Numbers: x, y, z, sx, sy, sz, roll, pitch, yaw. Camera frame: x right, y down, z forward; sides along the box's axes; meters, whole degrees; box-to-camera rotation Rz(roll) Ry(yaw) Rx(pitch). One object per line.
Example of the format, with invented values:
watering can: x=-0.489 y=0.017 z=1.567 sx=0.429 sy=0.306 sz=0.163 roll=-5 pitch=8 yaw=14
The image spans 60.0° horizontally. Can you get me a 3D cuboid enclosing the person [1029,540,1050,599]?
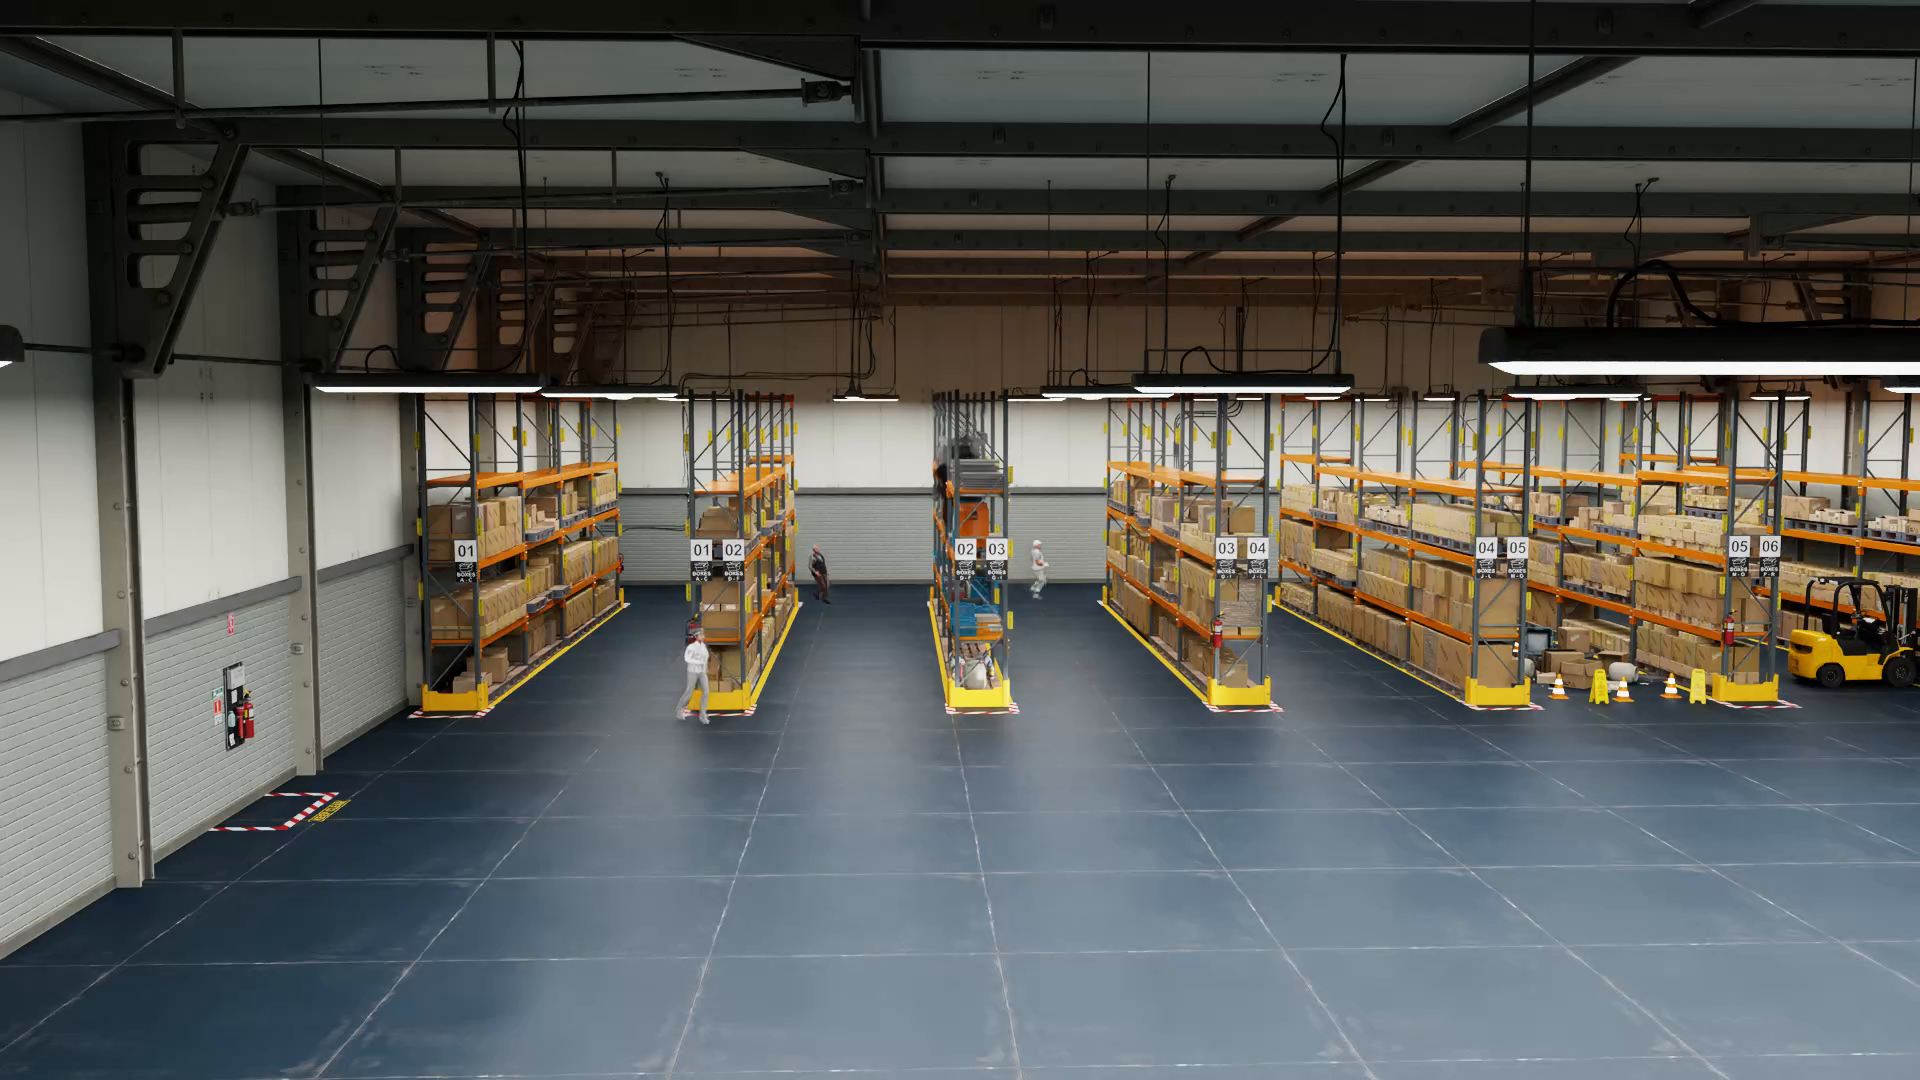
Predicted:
person: x=2.321 y=0.872 z=48.787 sx=0.601 sy=1.739 sz=0.648 roll=0 pitch=5 yaw=-5

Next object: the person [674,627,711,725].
person: x=-4.737 y=2.425 z=29.970 sx=0.796 sy=1.716 sz=0.641 roll=3 pitch=6 yaw=36

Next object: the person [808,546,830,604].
person: x=-4.043 y=1.002 z=47.855 sx=0.580 sy=1.682 sz=0.712 roll=4 pitch=6 yaw=37
